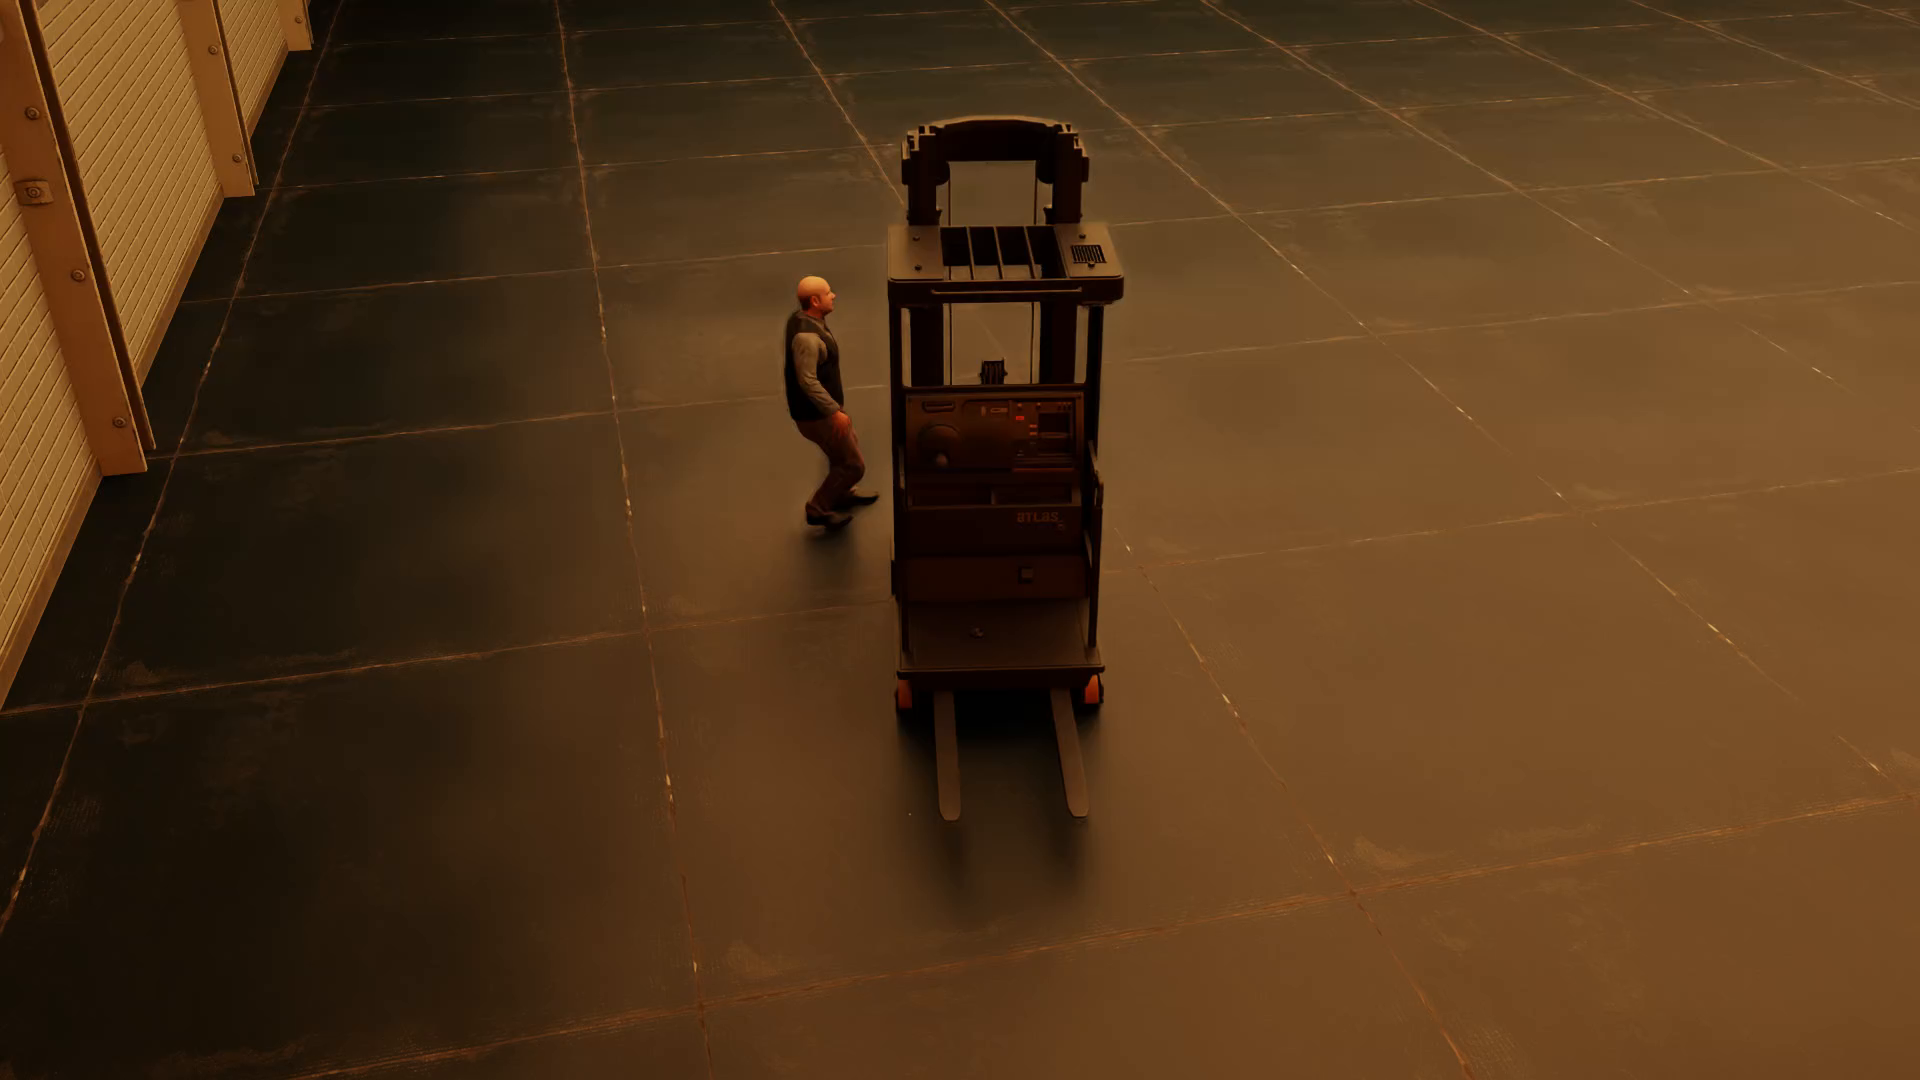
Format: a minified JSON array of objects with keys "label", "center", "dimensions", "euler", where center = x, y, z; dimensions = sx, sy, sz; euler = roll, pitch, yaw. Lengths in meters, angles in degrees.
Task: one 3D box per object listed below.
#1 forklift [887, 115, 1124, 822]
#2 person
[{"label":"forklift","center":[0.193,-0.525,8.482],"dimensions":[1.130,2.935,3.031],"euler":[-1,30,-2]},{"label":"person","center":[-0.787,-0.832,10.301],"dimensions":[0.579,1.682,0.873],"euler":[-4,30,-7]}]
